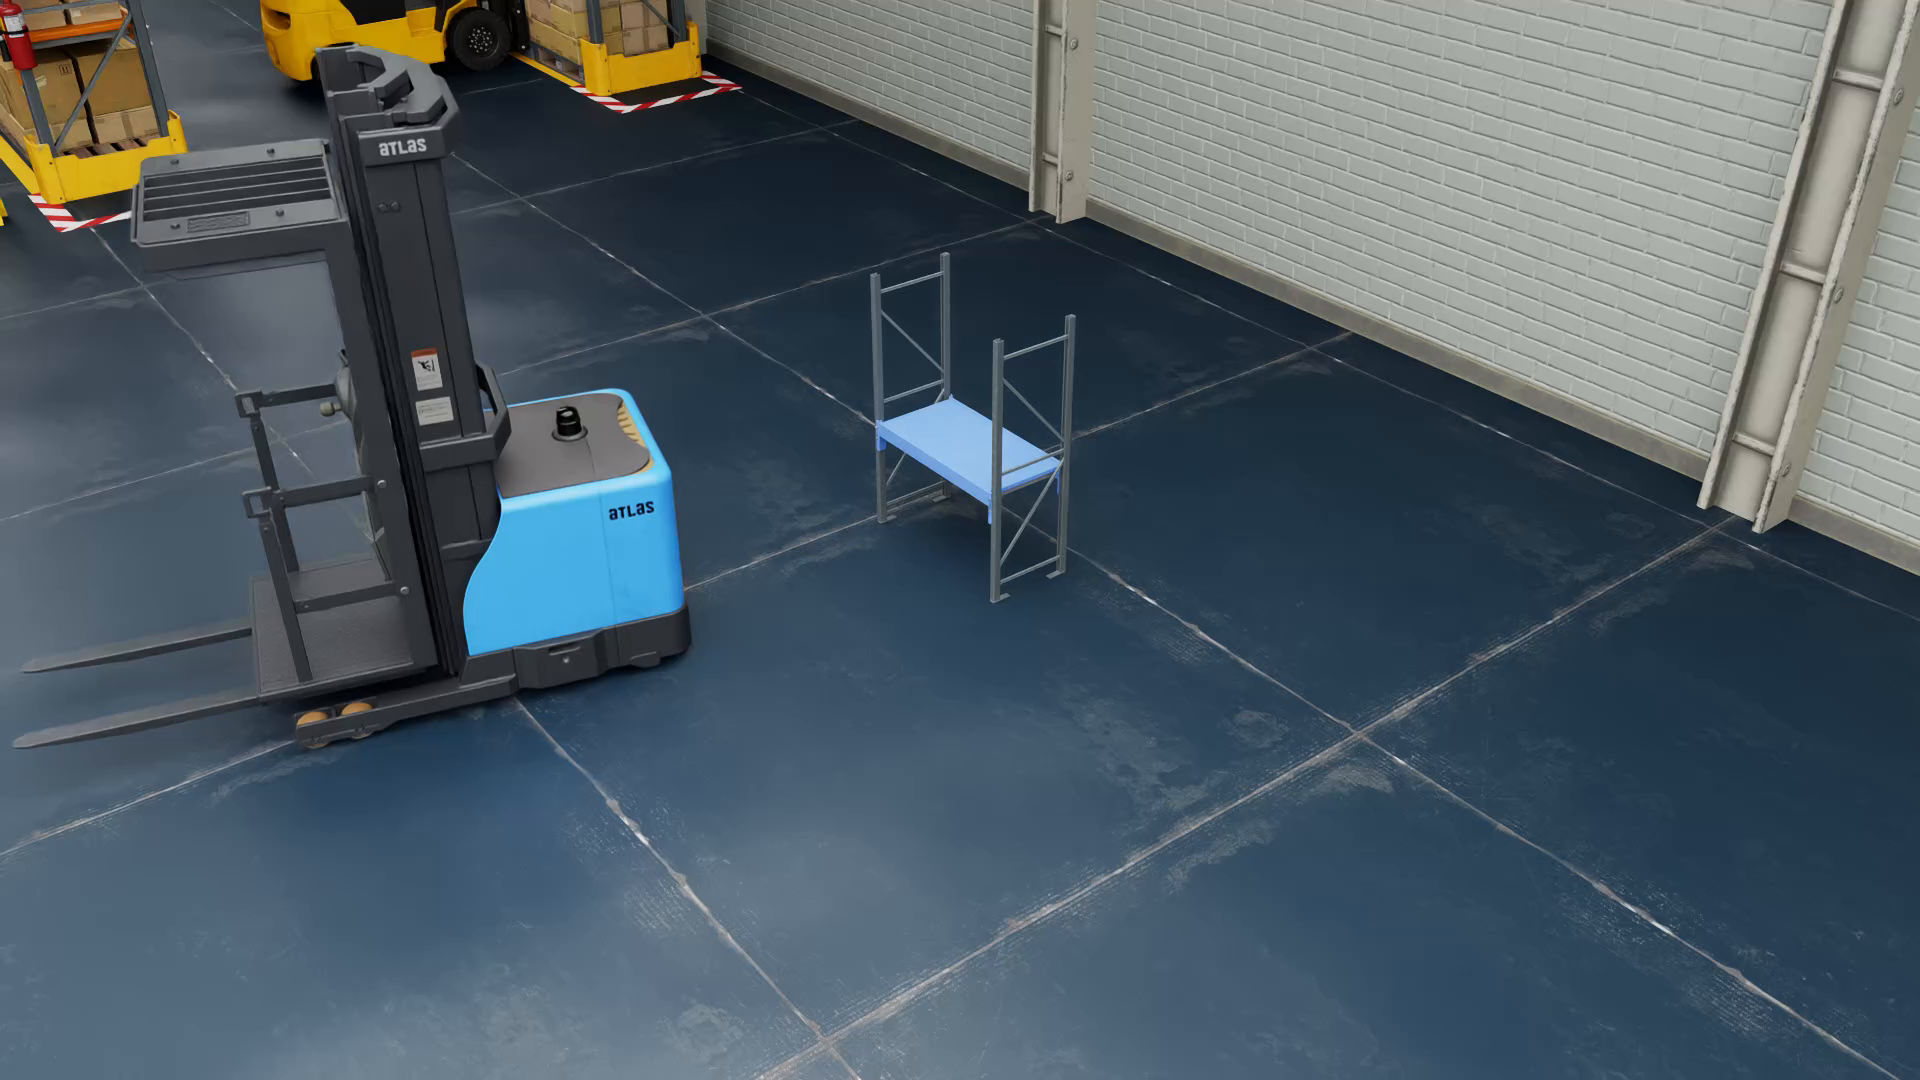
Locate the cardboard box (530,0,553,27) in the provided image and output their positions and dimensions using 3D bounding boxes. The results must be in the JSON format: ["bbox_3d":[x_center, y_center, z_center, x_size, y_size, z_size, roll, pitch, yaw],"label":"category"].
[{"bbox_3d":[-4.009,-5.397,16.830,0.500,0.250,0.500,-23,38,-32],"label":"cardboard box"}]

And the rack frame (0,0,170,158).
[{"bbox_3d":[-7.083,-4.252,13.253,1.000,3.000,0.127,-22,38,-31],"label":"rack frame"}]

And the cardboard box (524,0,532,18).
[{"bbox_3d":[-4.342,-5.605,17.166,0.500,0.250,0.500,-23,39,-32],"label":"cardboard box"}]

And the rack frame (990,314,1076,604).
[{"bbox_3d":[0.364,-0.390,8.456,0.500,1.500,0.032,-22,38,-31],"label":"rack frame"}]

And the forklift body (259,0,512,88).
[{"bbox_3d":[-5.768,-5.699,16.388,2.313,2.155,1.214,-22,38,-31],"label":"forklift body"}]

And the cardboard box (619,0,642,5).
[{"bbox_3d":[-3.310,-5.556,16.614,0.500,0.250,0.500,-23,39,-32],"label":"cardboard box"}]

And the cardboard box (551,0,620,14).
[{"bbox_3d":[-3.693,-5.386,16.339,0.500,0.250,0.500,-21,37,-30],"label":"cardboard box"}]

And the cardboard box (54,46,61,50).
[{"bbox_3d":[-7.698,-4.233,14.720,0.500,0.500,0.500,-24,39,-33],"label":"cardboard box"}]

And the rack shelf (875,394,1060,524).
[{"bbox_3d":[0.052,-0.449,8.892,0.538,0.185,1.000,-22,38,-31],"label":"rack shelf"}]

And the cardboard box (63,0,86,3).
[{"bbox_3d":[-7.154,-4.708,13.611,0.500,0.500,0.500,-23,39,-32],"label":"cardboard box"}]

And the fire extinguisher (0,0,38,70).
[{"bbox_3d":[-7.377,-4.023,12.957,0.296,0.674,0.183,-22,38,-31],"label":"fire extinguisher"}]

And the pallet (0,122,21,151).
[{"bbox_3d":[-8.344,-3.957,15.422,1.003,0.211,1.213,-22,38,-31],"label":"pallet"}]

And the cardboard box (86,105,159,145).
[{"bbox_3d":[-7.359,-3.688,14.553,0.500,0.250,0.500,-23,38,-32],"label":"cardboard box"}]

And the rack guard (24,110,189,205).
[{"bbox_3d":[-7.130,-3.222,13.964,1.175,0.500,0.348,-22,38,-31],"label":"rack guard"}]

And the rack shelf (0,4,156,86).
[{"bbox_3d":[-8.309,-4.780,14.785,1.077,0.370,4.000,-22,38,-31],"label":"rack shelf"}]

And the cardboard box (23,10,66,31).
[{"bbox_3d":[-7.481,-4.232,13.459,0.380,0.149,0.250,-21,37,-30],"label":"cardboard box"}]

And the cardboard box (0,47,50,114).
[{"bbox_3d":[-8.103,-4.047,14.420,0.500,0.500,0.500,-21,37,-30],"label":"cardboard box"}]

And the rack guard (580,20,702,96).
[{"bbox_3d":[-3.150,-4.788,16.485,1.175,0.500,0.348,-22,38,-31],"label":"rack guard"}]

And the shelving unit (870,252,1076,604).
[{"bbox_3d":[0.052,-0.602,8.797,0.538,1.500,1.048,-22,38,-31],"label":"shelving unit"}]

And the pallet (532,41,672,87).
[{"bbox_3d":[-3.666,-4.980,17.069,1.003,0.211,1.213,-22,38,-31],"label":"pallet"}]

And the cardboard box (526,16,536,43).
[{"bbox_3d":[-4.299,-5.385,17.286,0.500,0.250,0.500,-22,38,-31],"label":"cardboard box"}]

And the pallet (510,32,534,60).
[{"bbox_3d":[-4.410,-5.488,17.887,1.003,0.211,1.213,-22,38,-31],"label":"pallet"}]

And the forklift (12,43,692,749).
[{"bbox_3d":[-2.908,-0.598,7.435,3.031,2.935,1.130,-12,34,-19],"label":"forklift"}]

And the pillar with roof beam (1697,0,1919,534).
[{"bbox_3d":[1.079,-2.596,4.901,9.100,9.000,0.400,-22,38,-31],"label":"pillar with roof beam"}]

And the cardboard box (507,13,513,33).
[{"bbox_3d":[-4.635,-5.595,17.623,0.500,0.250,0.500,-21,38,-30],"label":"cardboard box"}]

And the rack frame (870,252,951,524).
[{"bbox_3d":[-0.259,-0.813,9.138,0.500,1.500,0.032,-22,38,-31],"label":"rack frame"}]

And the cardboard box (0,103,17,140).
[{"bbox_3d":[-8.103,-3.731,14.622,0.500,0.250,0.500,-22,38,-31],"label":"cardboard box"}]

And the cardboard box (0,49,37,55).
[{"bbox_3d":[-8.058,-4.237,14.112,0.380,0.149,0.250,-21,38,-30],"label":"cardboard box"}]

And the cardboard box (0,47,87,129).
[{"bbox_3d":[-7.780,-3.831,14.072,0.500,0.500,0.500,-22,38,-31],"label":"cardboard box"}]

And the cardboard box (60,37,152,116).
[{"bbox_3d":[-7.374,-4.017,14.371,0.500,0.500,0.500,-24,39,-33],"label":"cardboard box"}]

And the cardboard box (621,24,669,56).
[{"bbox_3d":[-3.311,-5.138,16.888,0.500,0.250,0.500,-22,38,-31],"label":"cardboard box"}]

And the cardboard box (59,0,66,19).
[{"bbox_3d":[-7.294,-4.455,13.817,0.380,0.149,0.250,-22,38,-31],"label":"cardboard box"}]

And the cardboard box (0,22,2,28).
[{"bbox_3d":[-7.724,-4.302,13.571,0.380,0.149,0.250,-23,38,-32],"label":"cardboard box"}]

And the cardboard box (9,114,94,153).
[{"bbox_3d":[-7.806,-3.522,14.286,0.500,0.250,0.500,-22,38,-32],"label":"cardboard box"}]

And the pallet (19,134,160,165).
[{"bbox_3d":[-7.600,-3.449,14.604,1.003,0.211,1.213,-22,38,-31],"label":"pallet"}]

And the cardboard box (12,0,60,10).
[{"bbox_3d":[-7.633,-4.558,13.369,0.500,0.500,0.500,-23,39,-32],"label":"cardboard box"}]

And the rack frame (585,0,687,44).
[{"bbox_3d":[-3.164,-5.860,15.842,1.000,3.000,0.127,-22,38,-31],"label":"rack frame"}]

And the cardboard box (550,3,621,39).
[{"bbox_3d":[-3.710,-5.184,16.488,0.500,0.250,0.500,-23,38,-32],"label":"cardboard box"}]

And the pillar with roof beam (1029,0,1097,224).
[{"bbox_3d":[-2.601,-5.097,8.927,9.100,9.000,0.400,-22,38,-31],"label":"pillar with roof beam"}]

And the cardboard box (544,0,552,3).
[{"bbox_3d":[-4.011,-5.597,16.679,0.500,0.250,0.500,-22,38,-31],"label":"cardboard box"}]

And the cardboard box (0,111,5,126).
[{"bbox_3d":[-8.428,-3.947,14.970,0.500,0.250,0.500,-24,39,-33],"label":"cardboard box"}]

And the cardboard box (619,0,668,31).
[{"bbox_3d":[-3.289,-5.346,16.748,0.500,0.250,0.500,-21,38,-31],"label":"cardboard box"}]

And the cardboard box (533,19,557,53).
[{"bbox_3d":[-3.999,-5.174,16.946,0.500,0.250,0.500,-22,38,-31],"label":"cardboard box"}]

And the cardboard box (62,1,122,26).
[{"bbox_3d":[-7.128,-4.354,13.656,0.380,0.149,0.250,-22,38,-31],"label":"cardboard box"}]

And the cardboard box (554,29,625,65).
[{"bbox_3d":[-3.702,-4.964,16.607,0.500,0.250,0.500,-22,38,-31],"label":"cardboard box"}]

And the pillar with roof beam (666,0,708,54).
[{"bbox_3d":[-6.280,-7.597,12.953,9.100,9.000,0.400,-22,38,-31],"label":"pillar with roof beam"}]

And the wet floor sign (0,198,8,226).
[{"bbox_3d":[-7.812,-2.827,13.190,0.267,0.644,0.232,-10,33,-15],"label":"wet floor sign"}]
